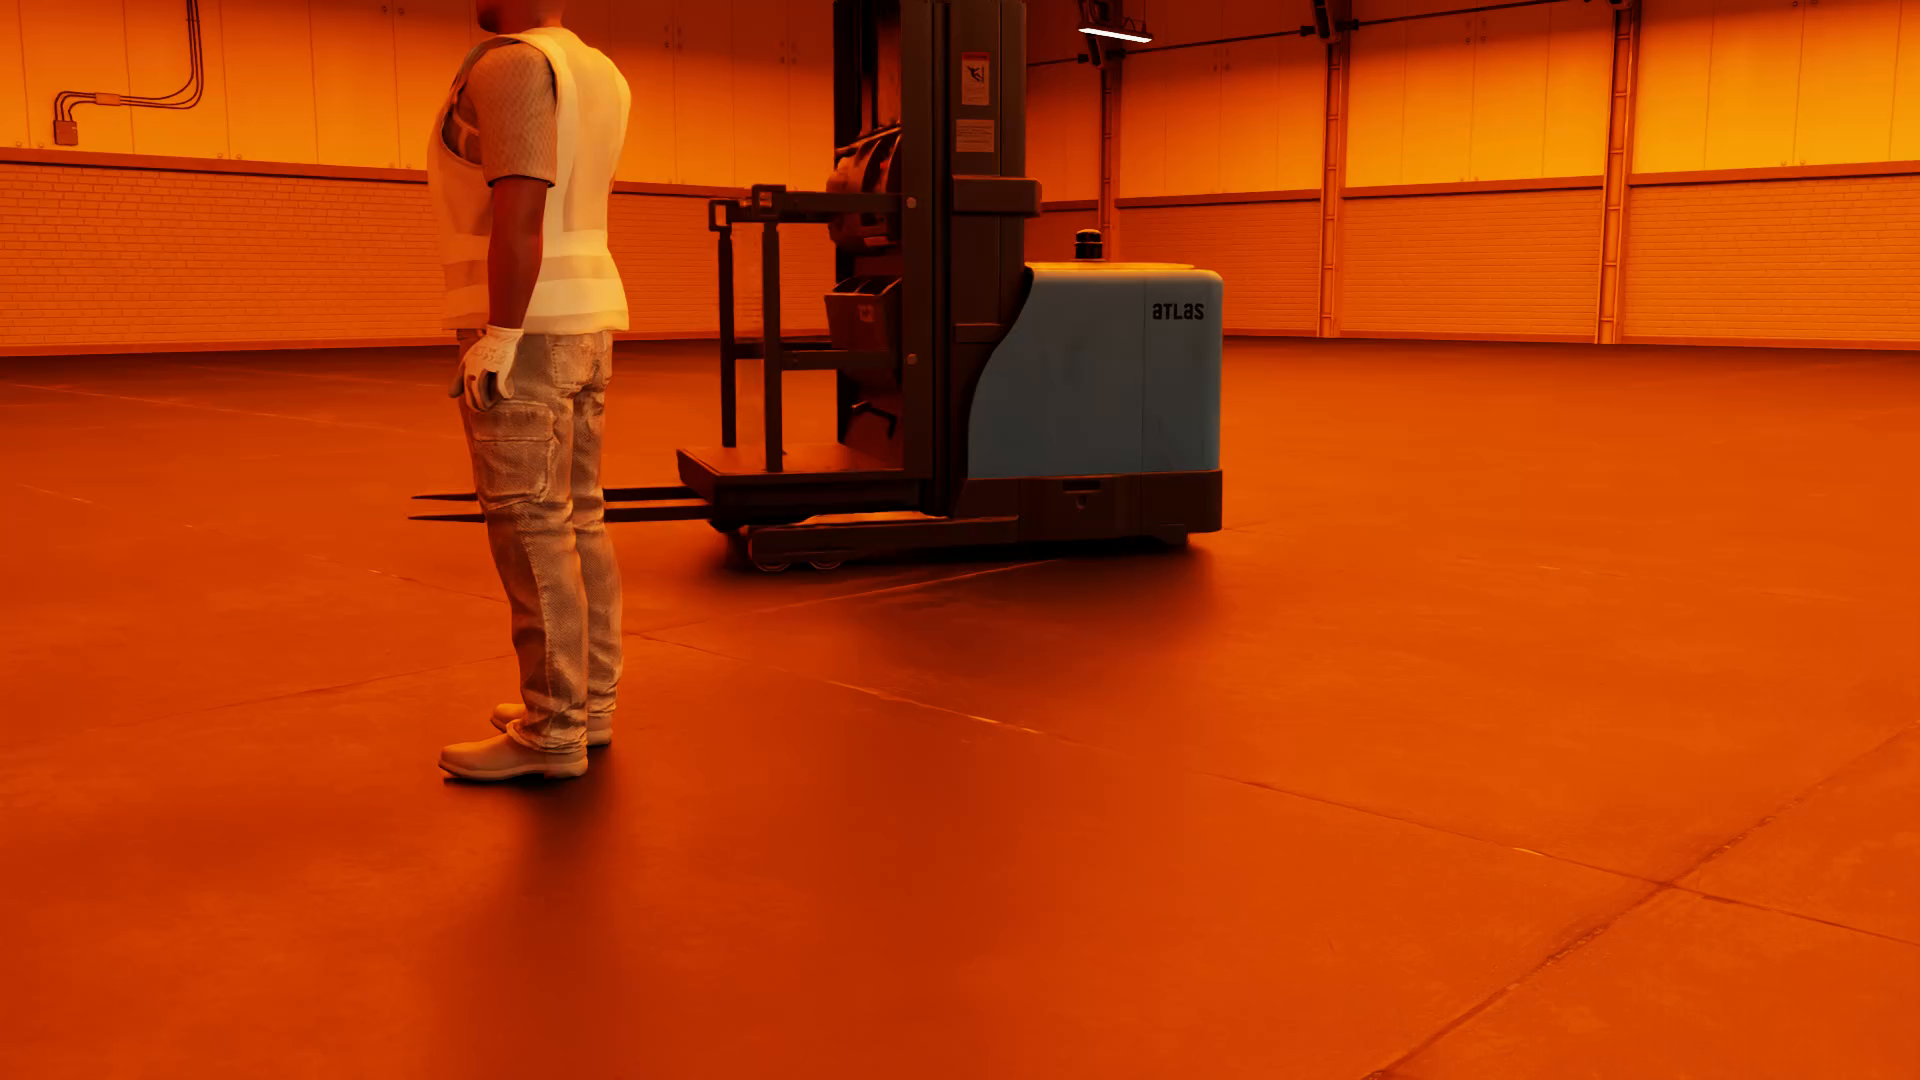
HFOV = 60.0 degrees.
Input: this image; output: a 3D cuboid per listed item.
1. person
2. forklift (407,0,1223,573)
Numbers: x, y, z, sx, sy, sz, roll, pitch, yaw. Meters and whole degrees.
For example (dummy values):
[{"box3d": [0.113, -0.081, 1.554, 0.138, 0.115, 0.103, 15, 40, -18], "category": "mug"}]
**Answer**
[{"box3d": [-0.898, -0.410, 3.442, 0.386, 1.790, 0.538, 1, 9, 6], "category": "person"}, {"box3d": [-0.554, -1.419, 6.297, 3.031, 2.935, 1.130, -3, 9, -17], "category": "forklift"}]
